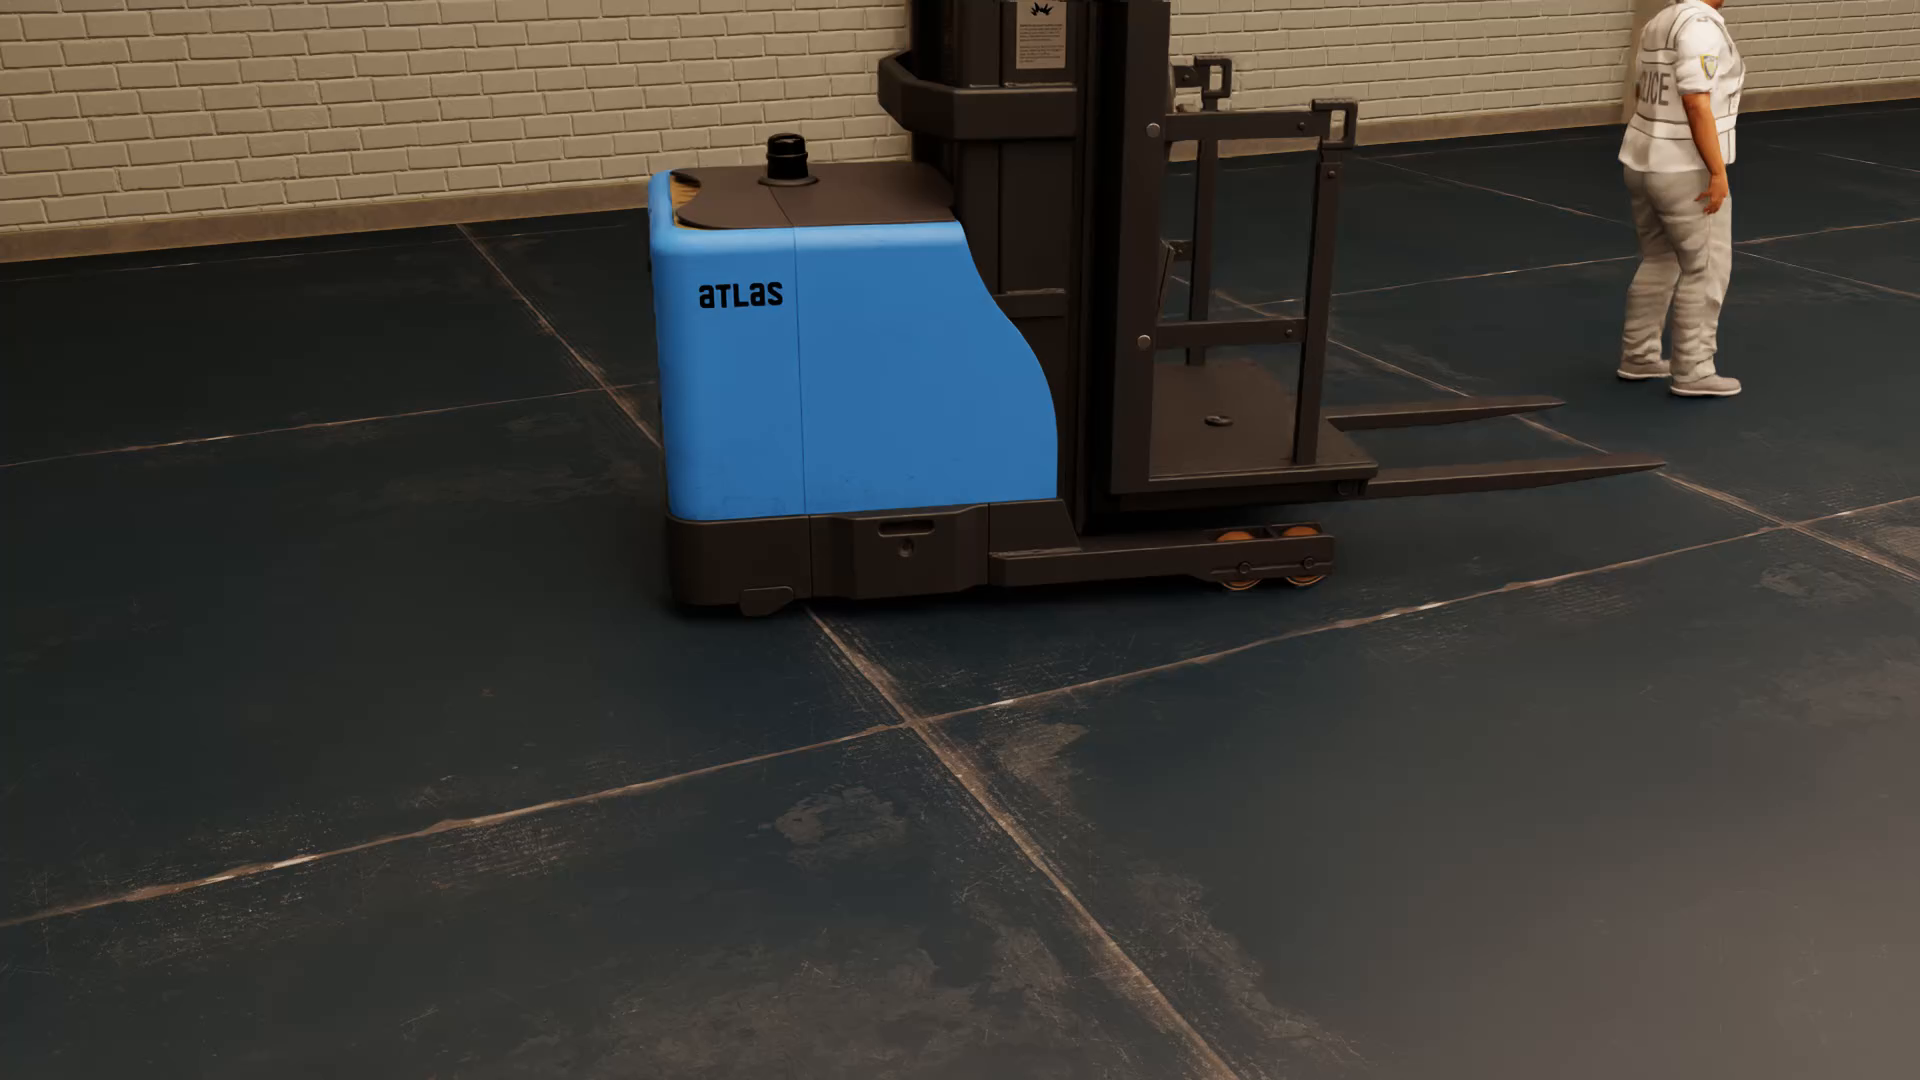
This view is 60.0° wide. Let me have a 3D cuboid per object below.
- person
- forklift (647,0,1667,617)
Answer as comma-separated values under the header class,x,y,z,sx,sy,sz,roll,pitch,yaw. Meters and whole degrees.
class,x,y,z,sx,sy,sz,roll,pitch,yaw
person,2.785,-1.393,6.299,0.526,1.675,0.578,-1,23,-2
forklift,0.619,-1.405,4.668,3.031,2.935,1.130,-4,23,-10
